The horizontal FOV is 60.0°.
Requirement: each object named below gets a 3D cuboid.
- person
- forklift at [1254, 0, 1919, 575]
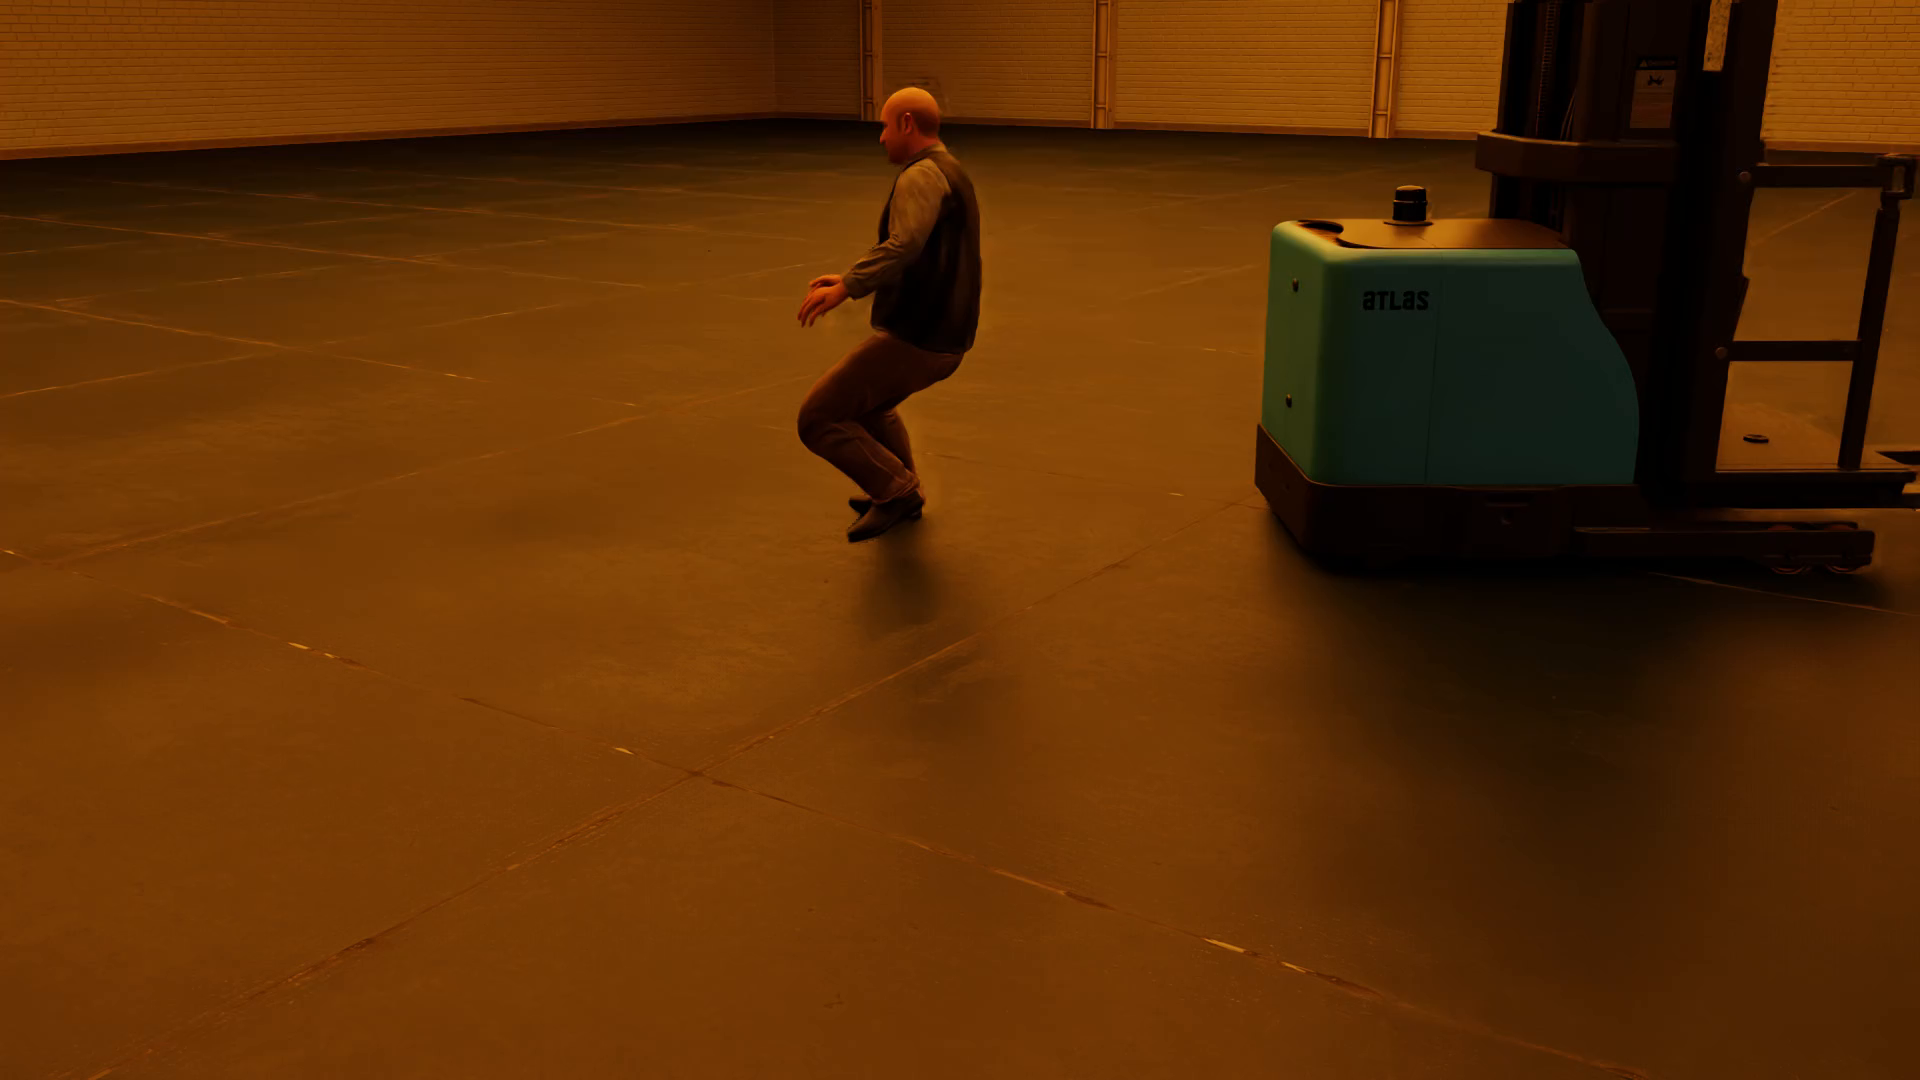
[{"bbox_3d":[-0.270,-0.744,5.716,0.714,1.564,0.847,3,17,10],"label":"person"},{"bbox_3d":[2.661,-1.439,5.645,3.031,2.935,1.130,0,17,-1],"label":"forklift"}]
